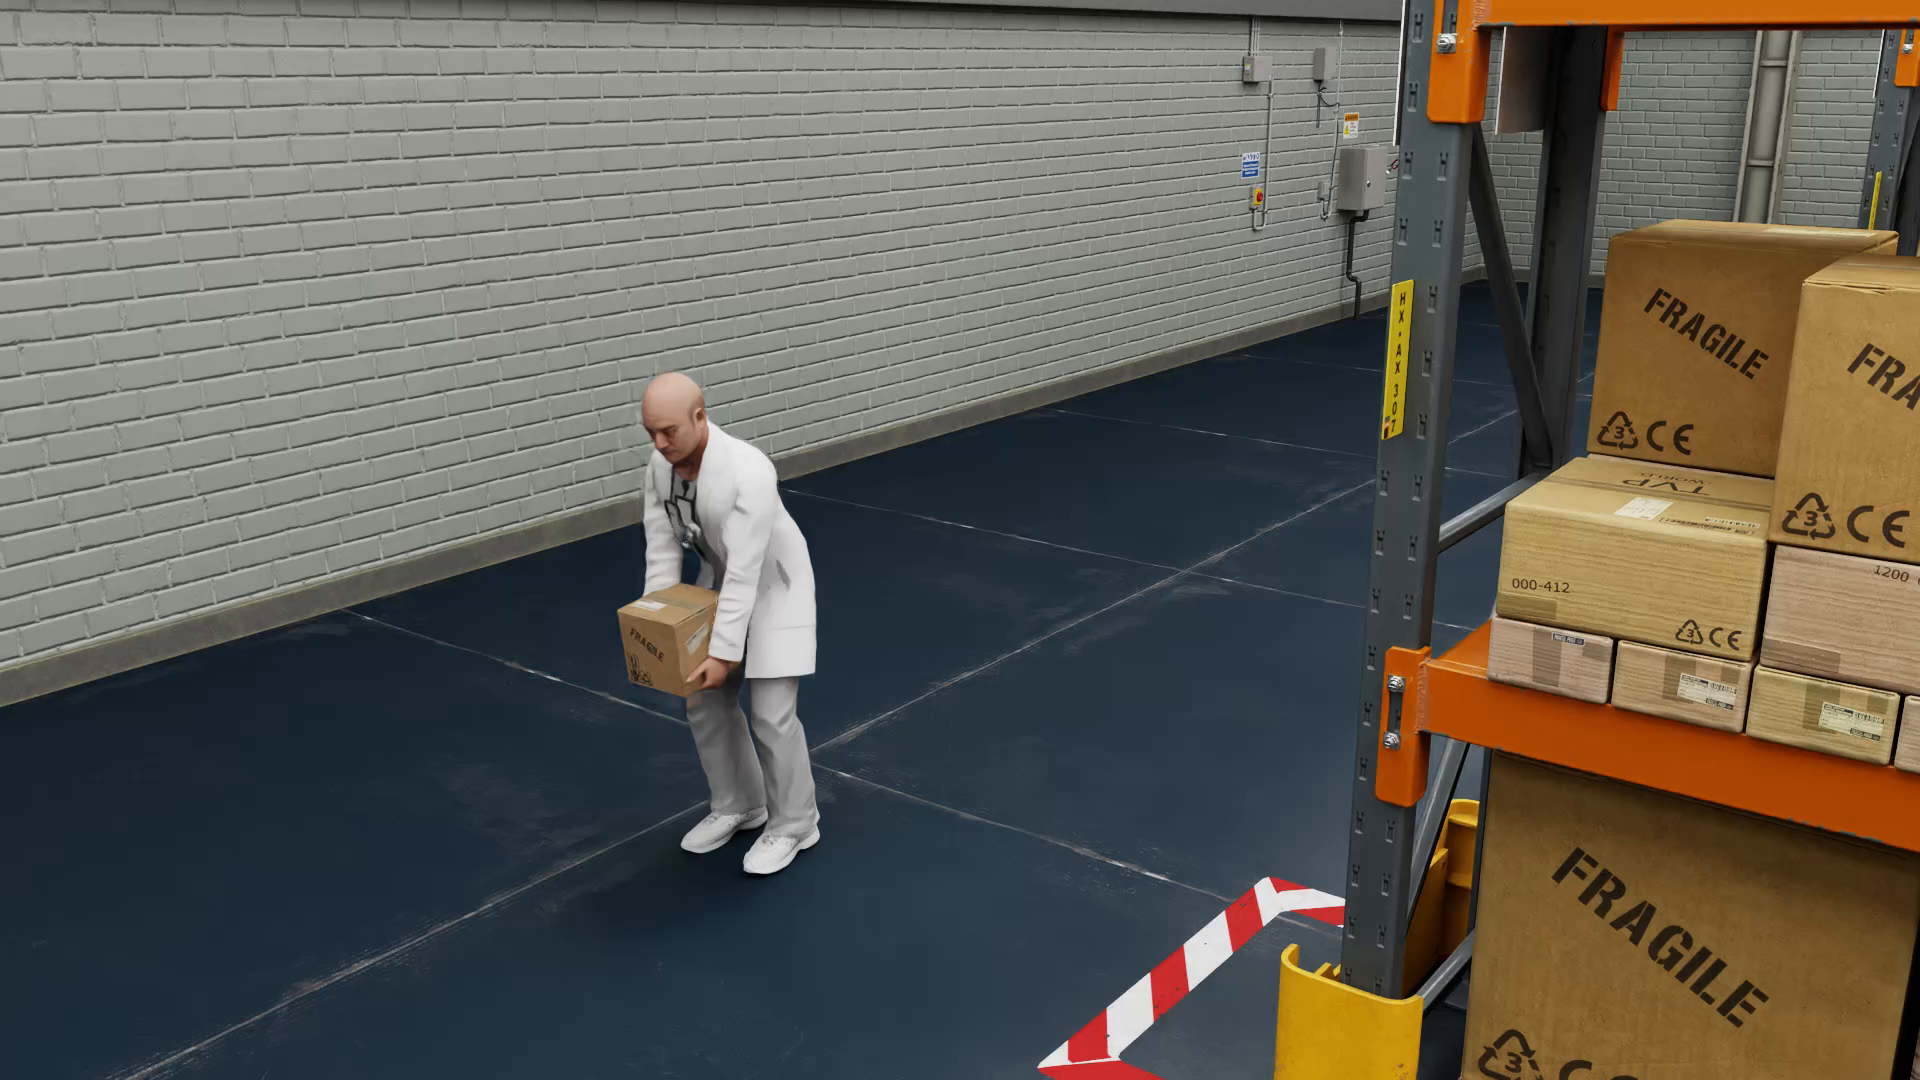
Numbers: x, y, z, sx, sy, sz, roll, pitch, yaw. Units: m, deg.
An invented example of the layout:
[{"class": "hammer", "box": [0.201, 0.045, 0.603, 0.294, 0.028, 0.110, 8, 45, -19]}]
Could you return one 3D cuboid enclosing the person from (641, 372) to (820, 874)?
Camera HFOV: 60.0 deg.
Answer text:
[{"class": "person", "box": [-0.756, 0.262, 5.356, 0.540, 1.679, 0.627, 11, 20, 34]}]
